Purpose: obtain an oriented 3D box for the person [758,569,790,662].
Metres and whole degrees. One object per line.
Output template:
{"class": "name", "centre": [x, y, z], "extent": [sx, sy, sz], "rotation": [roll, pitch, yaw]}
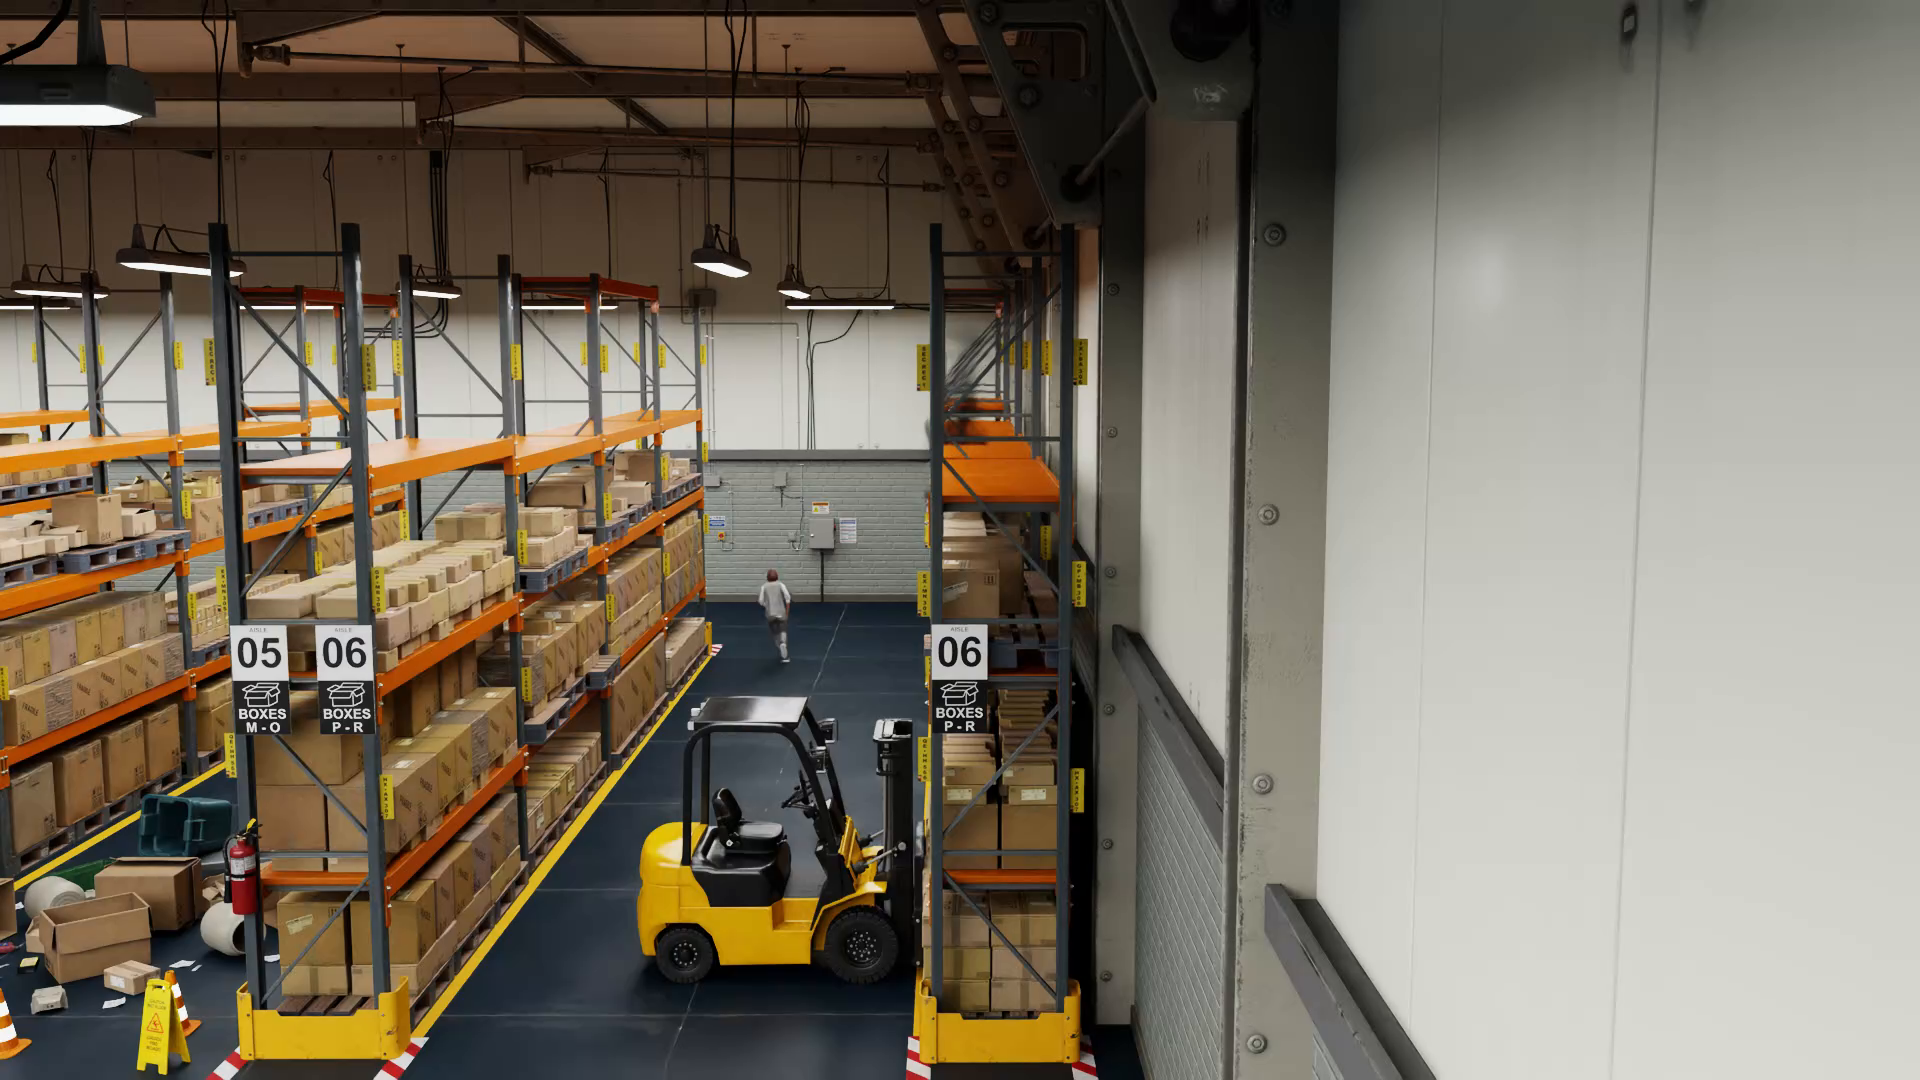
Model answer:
{"class": "person", "centre": [-3.035, 1.249, 27.214], "extent": [0.514, 1.533, 0.578], "rotation": [-1, 7, -8]}
